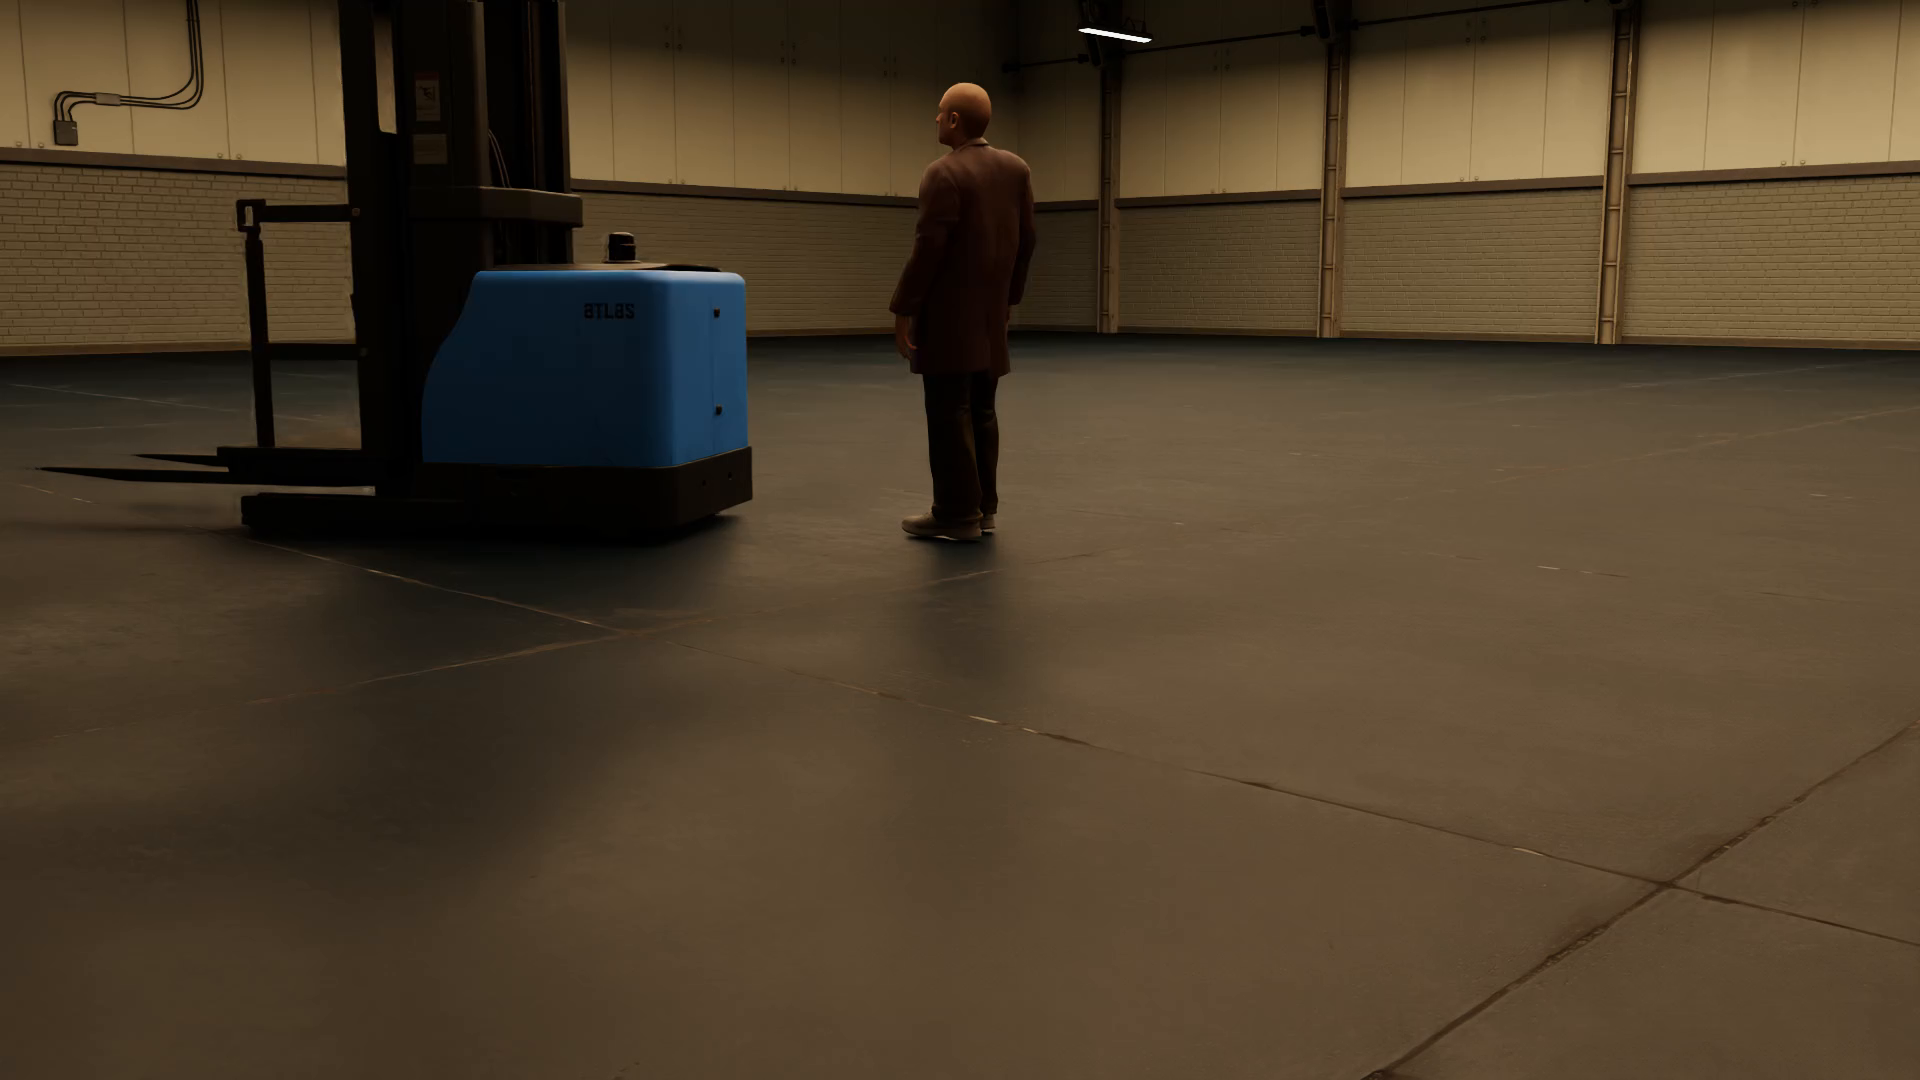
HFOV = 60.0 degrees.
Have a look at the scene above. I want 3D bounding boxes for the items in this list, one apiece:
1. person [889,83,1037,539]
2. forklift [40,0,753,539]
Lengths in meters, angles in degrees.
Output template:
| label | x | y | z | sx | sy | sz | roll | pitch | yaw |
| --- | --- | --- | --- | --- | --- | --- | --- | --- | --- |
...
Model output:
| label | x | y | z | sx | sy | sz | roll | pitch | yaw |
| --- | --- | --- | --- | --- | --- | --- | --- | --- | --- |
| person | -0.062 | -0.896 | 6.650 | 0.582 | 1.775 | 0.694 | 8 | 12 | 43 |
| forklift | -2.500 | -1.544 | 7.127 | 3.031 | 2.935 | 1.130 | 2 | 9 | 12 |
